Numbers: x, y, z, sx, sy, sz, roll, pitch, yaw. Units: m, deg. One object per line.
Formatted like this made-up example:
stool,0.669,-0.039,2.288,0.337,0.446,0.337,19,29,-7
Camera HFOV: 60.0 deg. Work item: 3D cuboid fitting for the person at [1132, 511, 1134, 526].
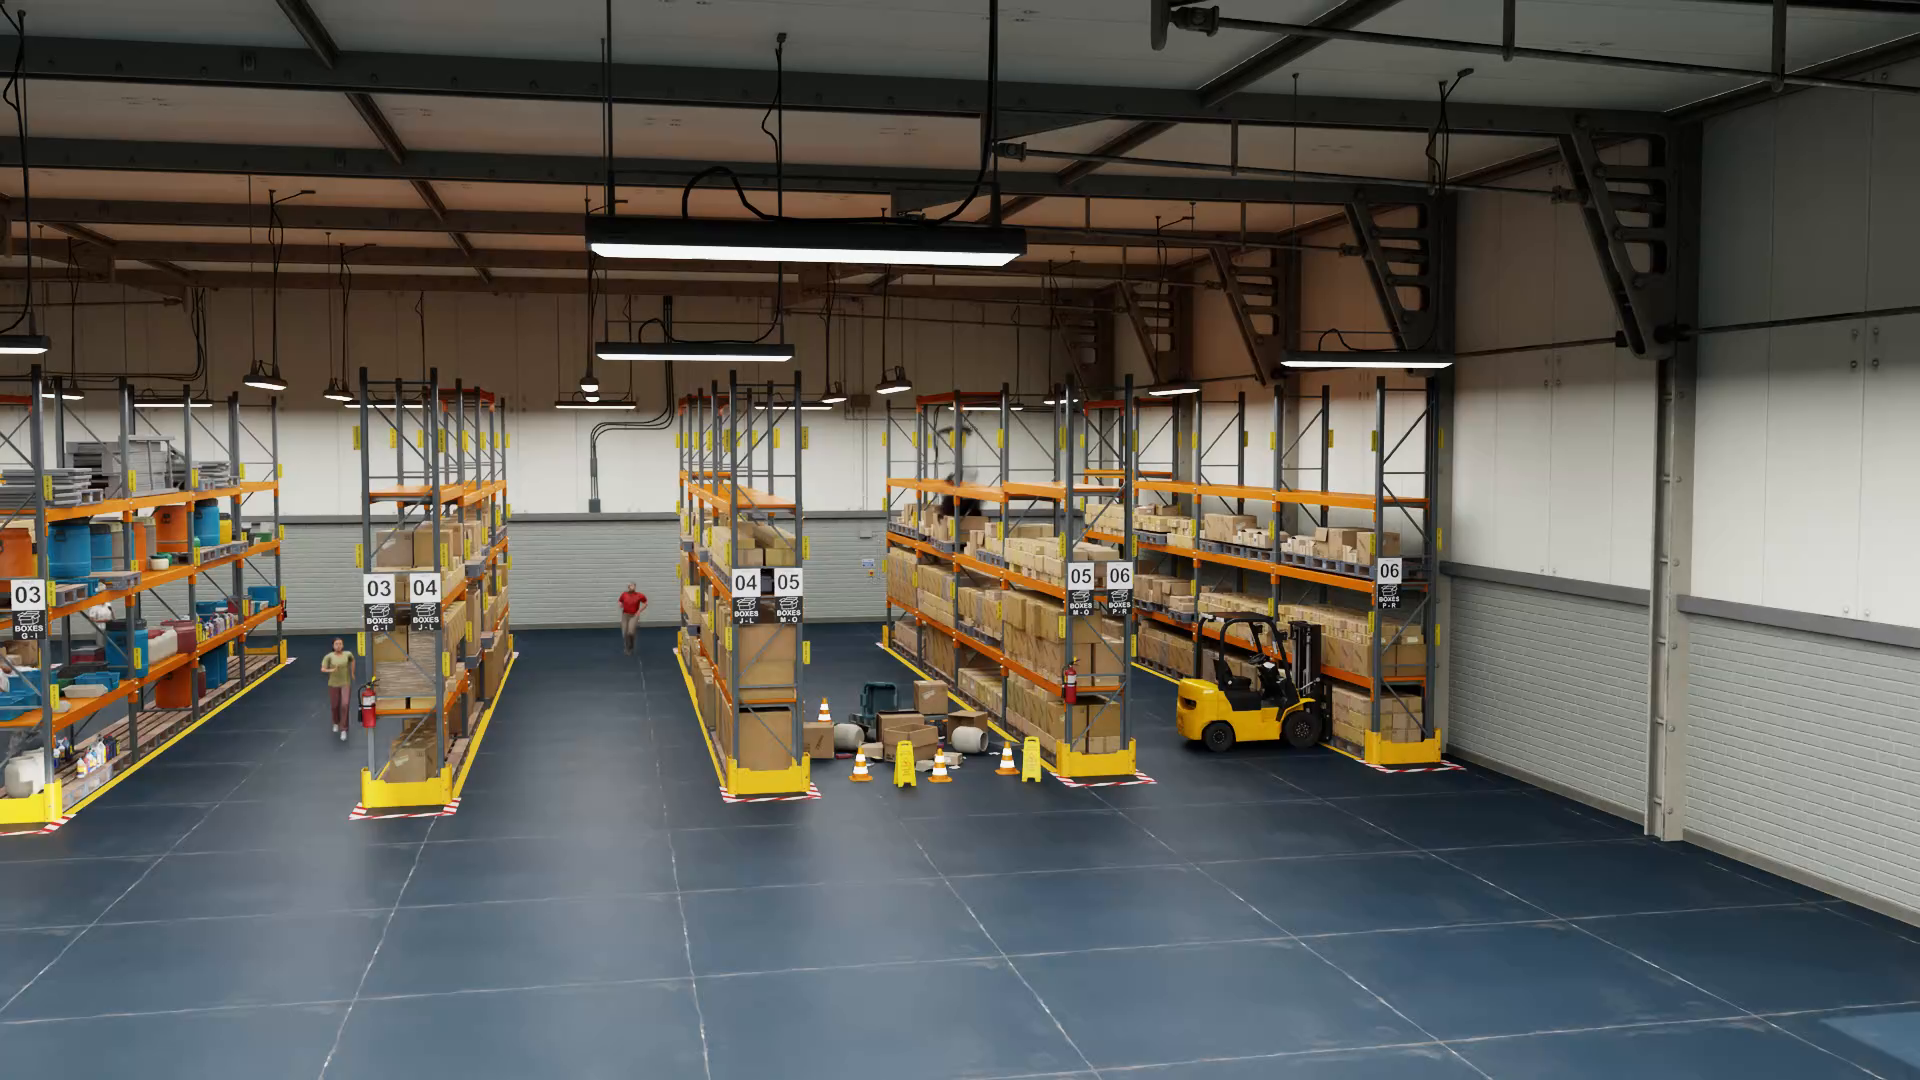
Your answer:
person,-7.595,1.125,28.970,28.459,2.524,3.766,-3,5,-44

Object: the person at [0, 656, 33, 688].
person,-15.166,2.197,26.569,0.608,0.706,0.524,0,3,-1

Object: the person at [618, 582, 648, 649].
person,-7.681,1.773,38.809,0.654,1.584,0.705,1,3,9

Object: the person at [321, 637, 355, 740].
person,-10.491,2.474,28.074,0.553,1.697,0.909,-1,4,-23

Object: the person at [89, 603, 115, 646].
person,-18.884,1.983,36.673,0.940,1.690,0.594,3,5,44
